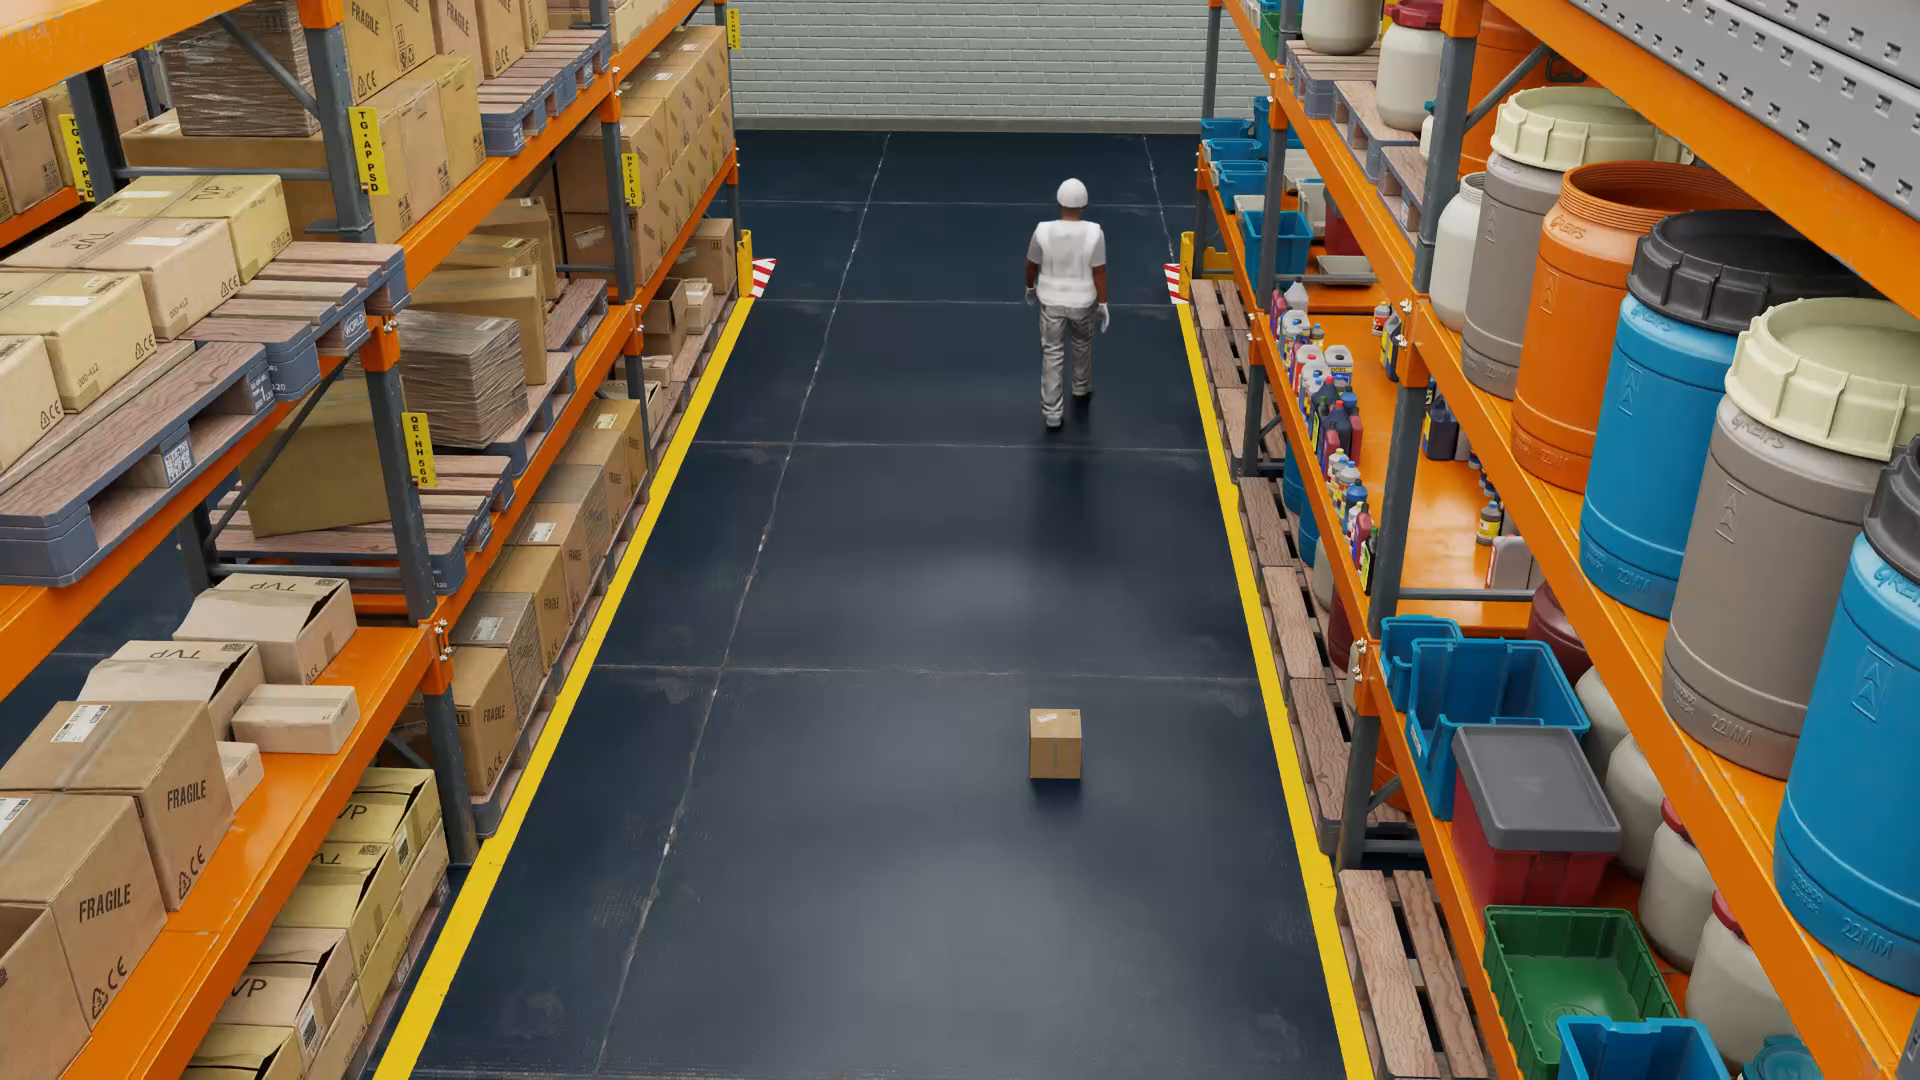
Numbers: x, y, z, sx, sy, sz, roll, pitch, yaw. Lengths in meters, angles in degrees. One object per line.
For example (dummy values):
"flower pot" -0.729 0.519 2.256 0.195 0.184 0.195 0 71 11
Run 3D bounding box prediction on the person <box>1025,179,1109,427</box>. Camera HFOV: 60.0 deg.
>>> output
"person" 0.769 -1.766 11.933 0.603 1.760 0.874 2 28 3
